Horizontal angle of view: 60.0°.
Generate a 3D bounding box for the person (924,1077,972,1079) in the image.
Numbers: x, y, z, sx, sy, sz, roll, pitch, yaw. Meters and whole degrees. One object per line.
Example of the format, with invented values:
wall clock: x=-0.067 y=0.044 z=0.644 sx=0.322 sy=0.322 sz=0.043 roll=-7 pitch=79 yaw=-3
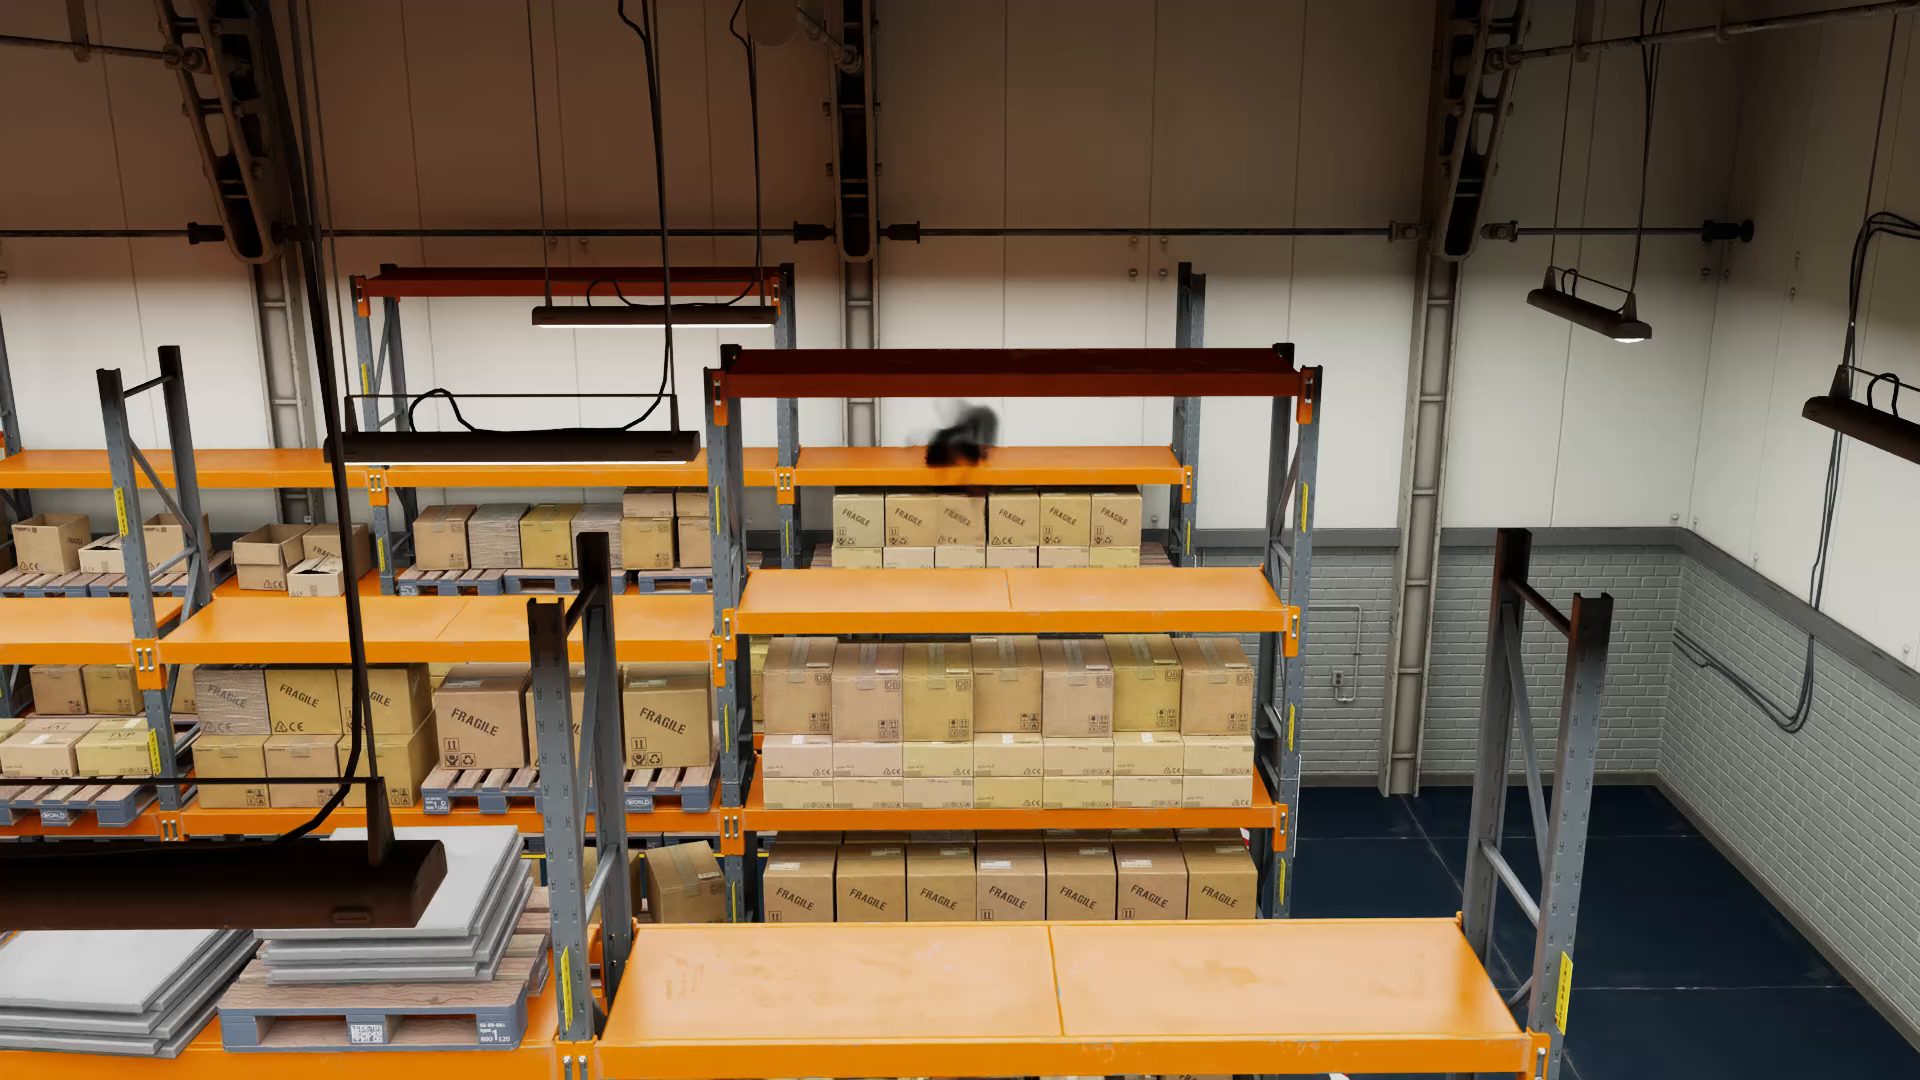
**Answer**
person: x=-0.117 y=4.180 z=10.974 sx=0.907 sy=1.831 sz=0.682 roll=-3 pitch=16 yaw=-9
